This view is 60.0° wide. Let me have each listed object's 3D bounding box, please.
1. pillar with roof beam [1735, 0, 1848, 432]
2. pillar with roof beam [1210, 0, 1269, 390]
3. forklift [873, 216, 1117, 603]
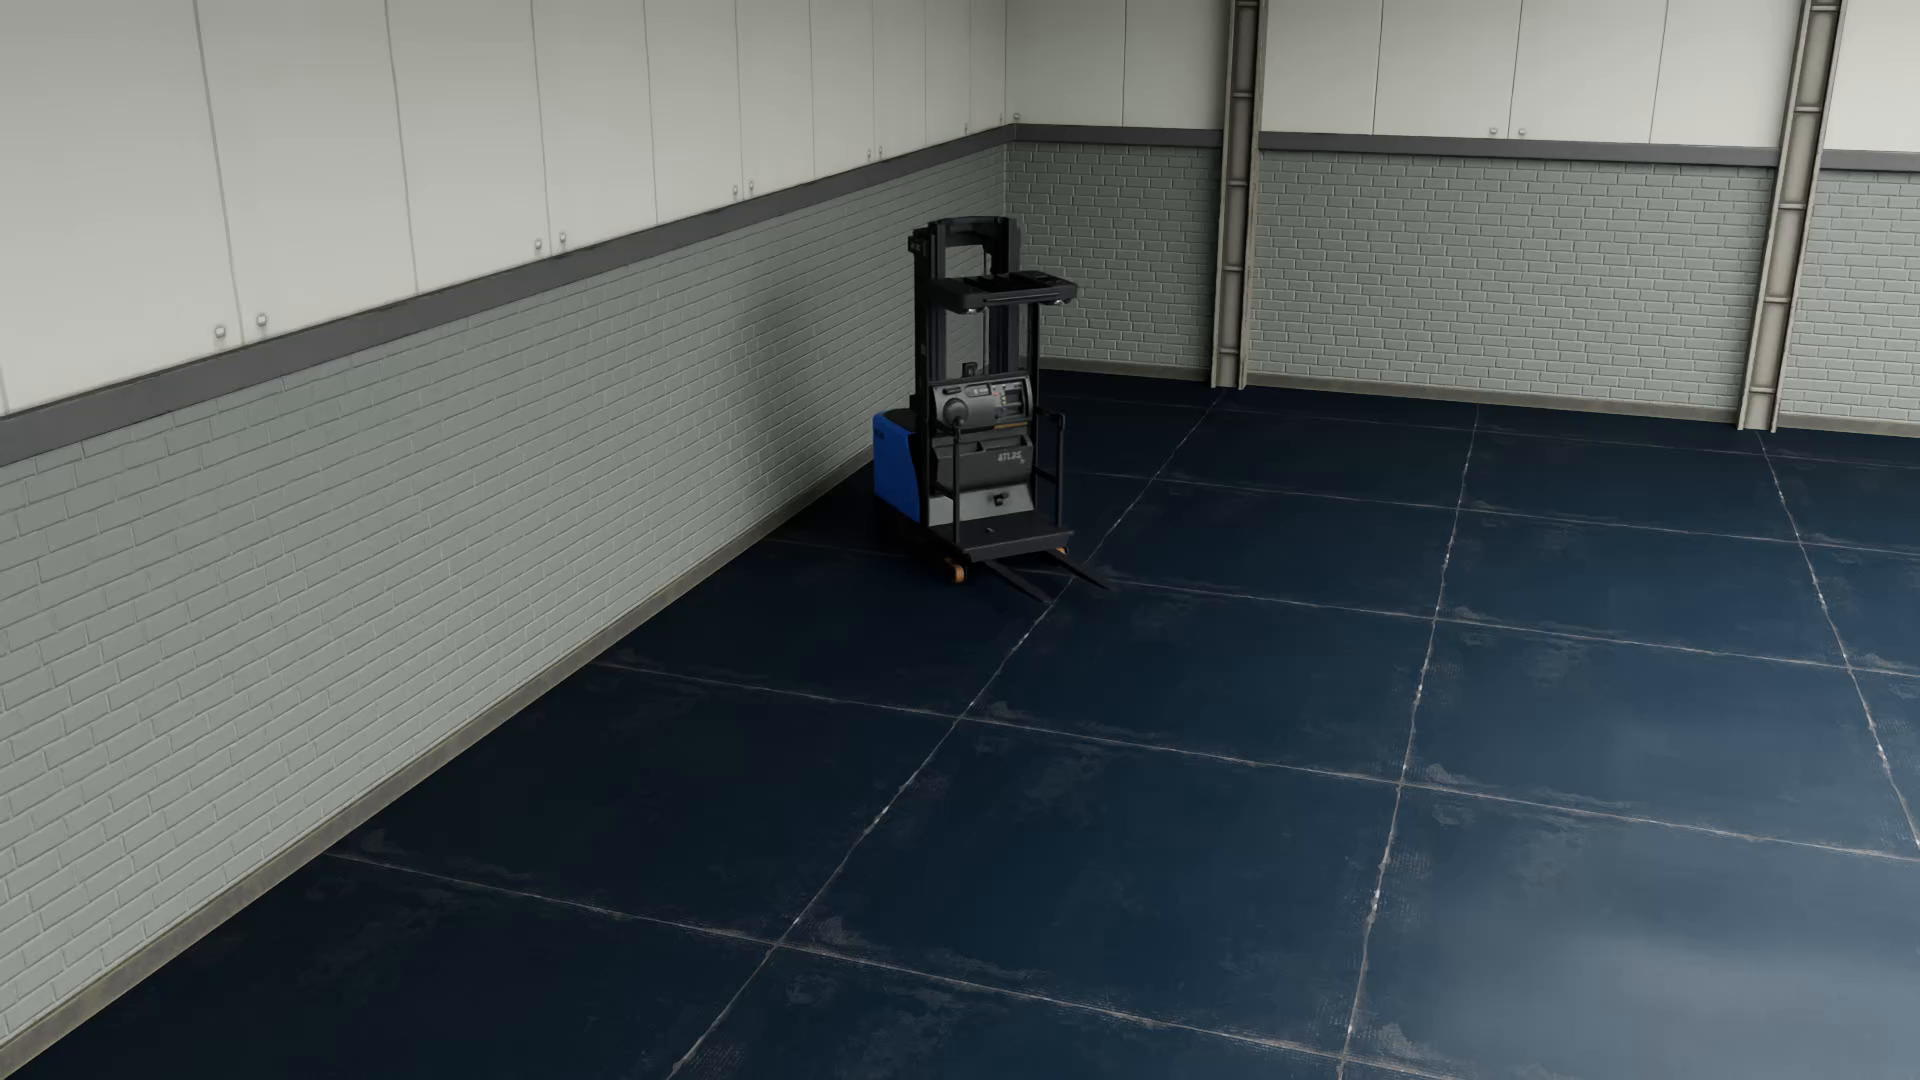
[{"bbox_3d":[7.599,-4.185,13.524,0.400,9.000,9.100,7,20,18],"label":"pillar with roof beam"},{"bbox_3d":[1.931,-4.833,15.384,0.400,9.000,9.100,7,20,18],"label":"pillar with roof beam"},{"bbox_3d":[0.293,-1.179,14.121,1.130,2.935,3.031,-9,21,-25],"label":"forklift"}]
